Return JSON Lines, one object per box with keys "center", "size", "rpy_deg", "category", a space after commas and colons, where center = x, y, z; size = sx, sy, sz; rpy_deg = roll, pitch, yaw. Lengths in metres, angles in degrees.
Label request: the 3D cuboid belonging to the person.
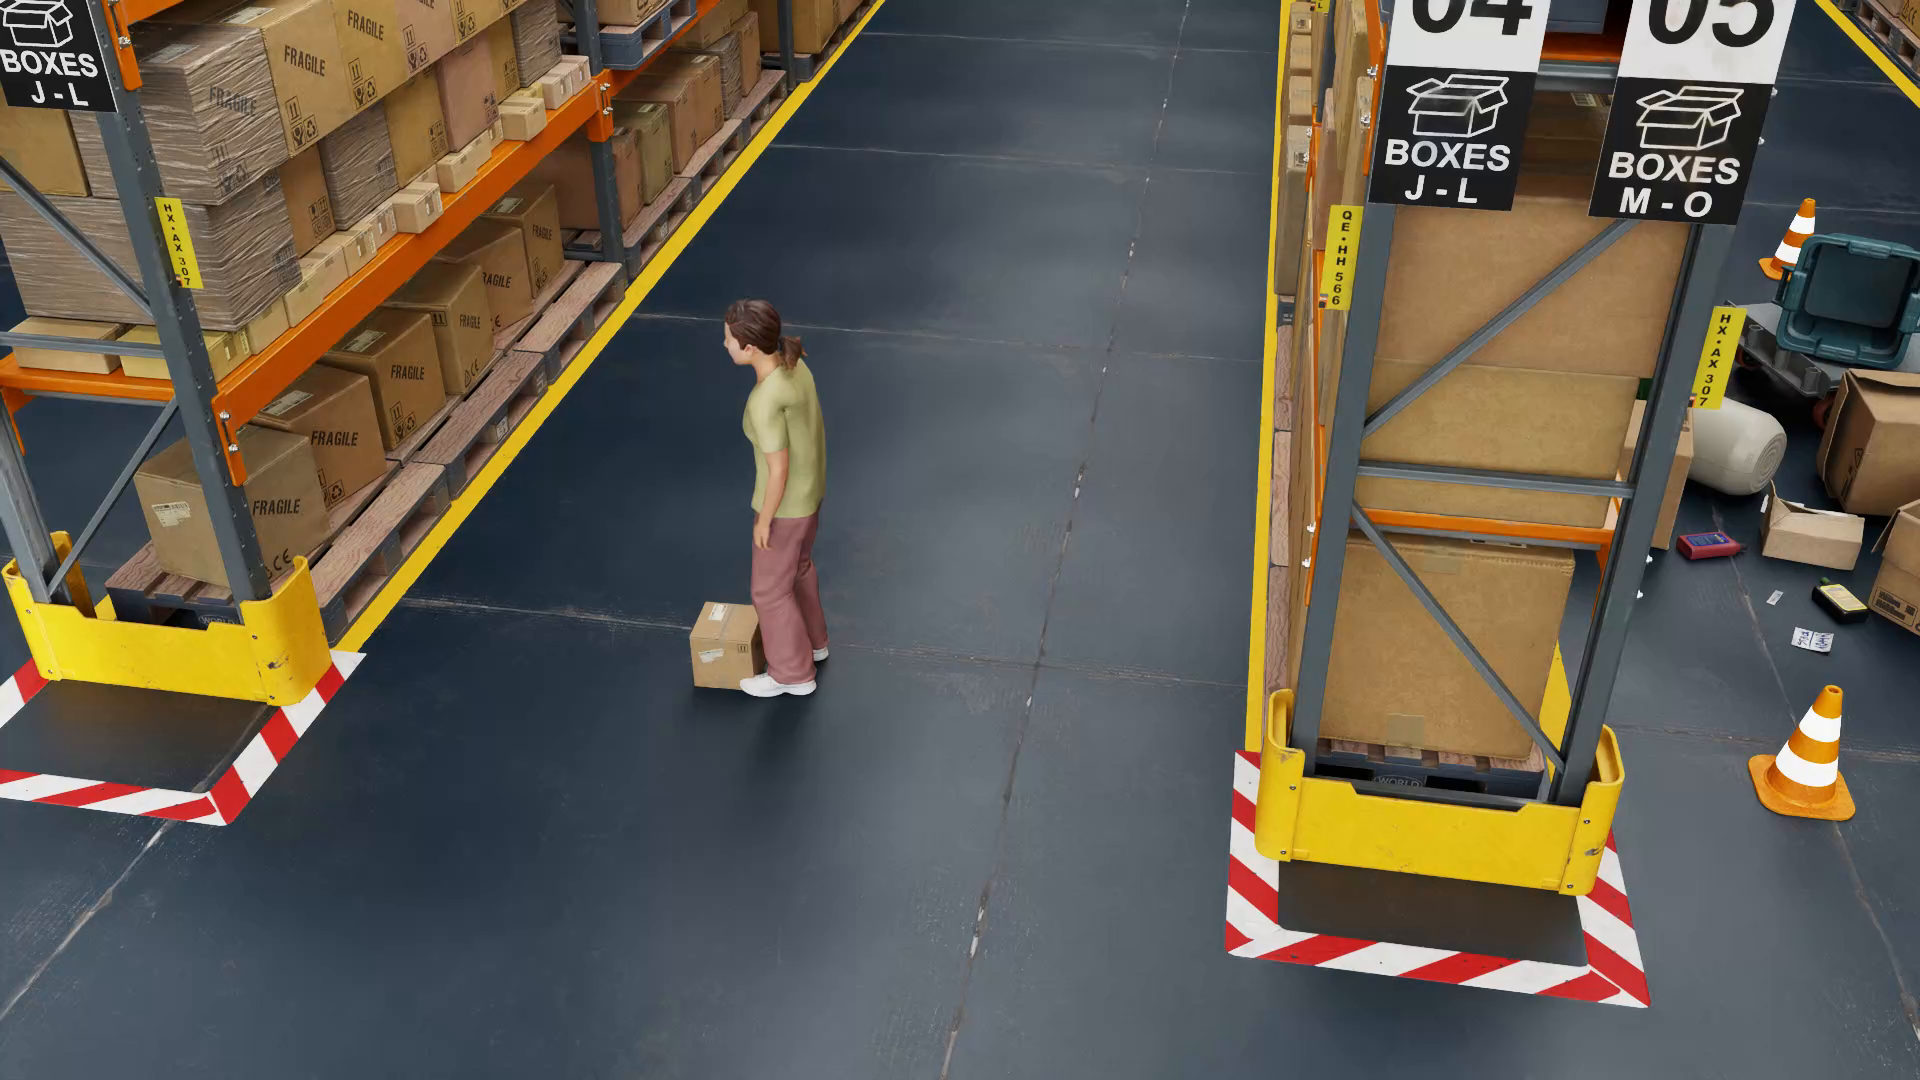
{"center": [-0.693, -0.153, 6.379], "size": [0.359, 1.673, 0.499], "rpy_deg": [5, 33, 8], "category": "person"}
